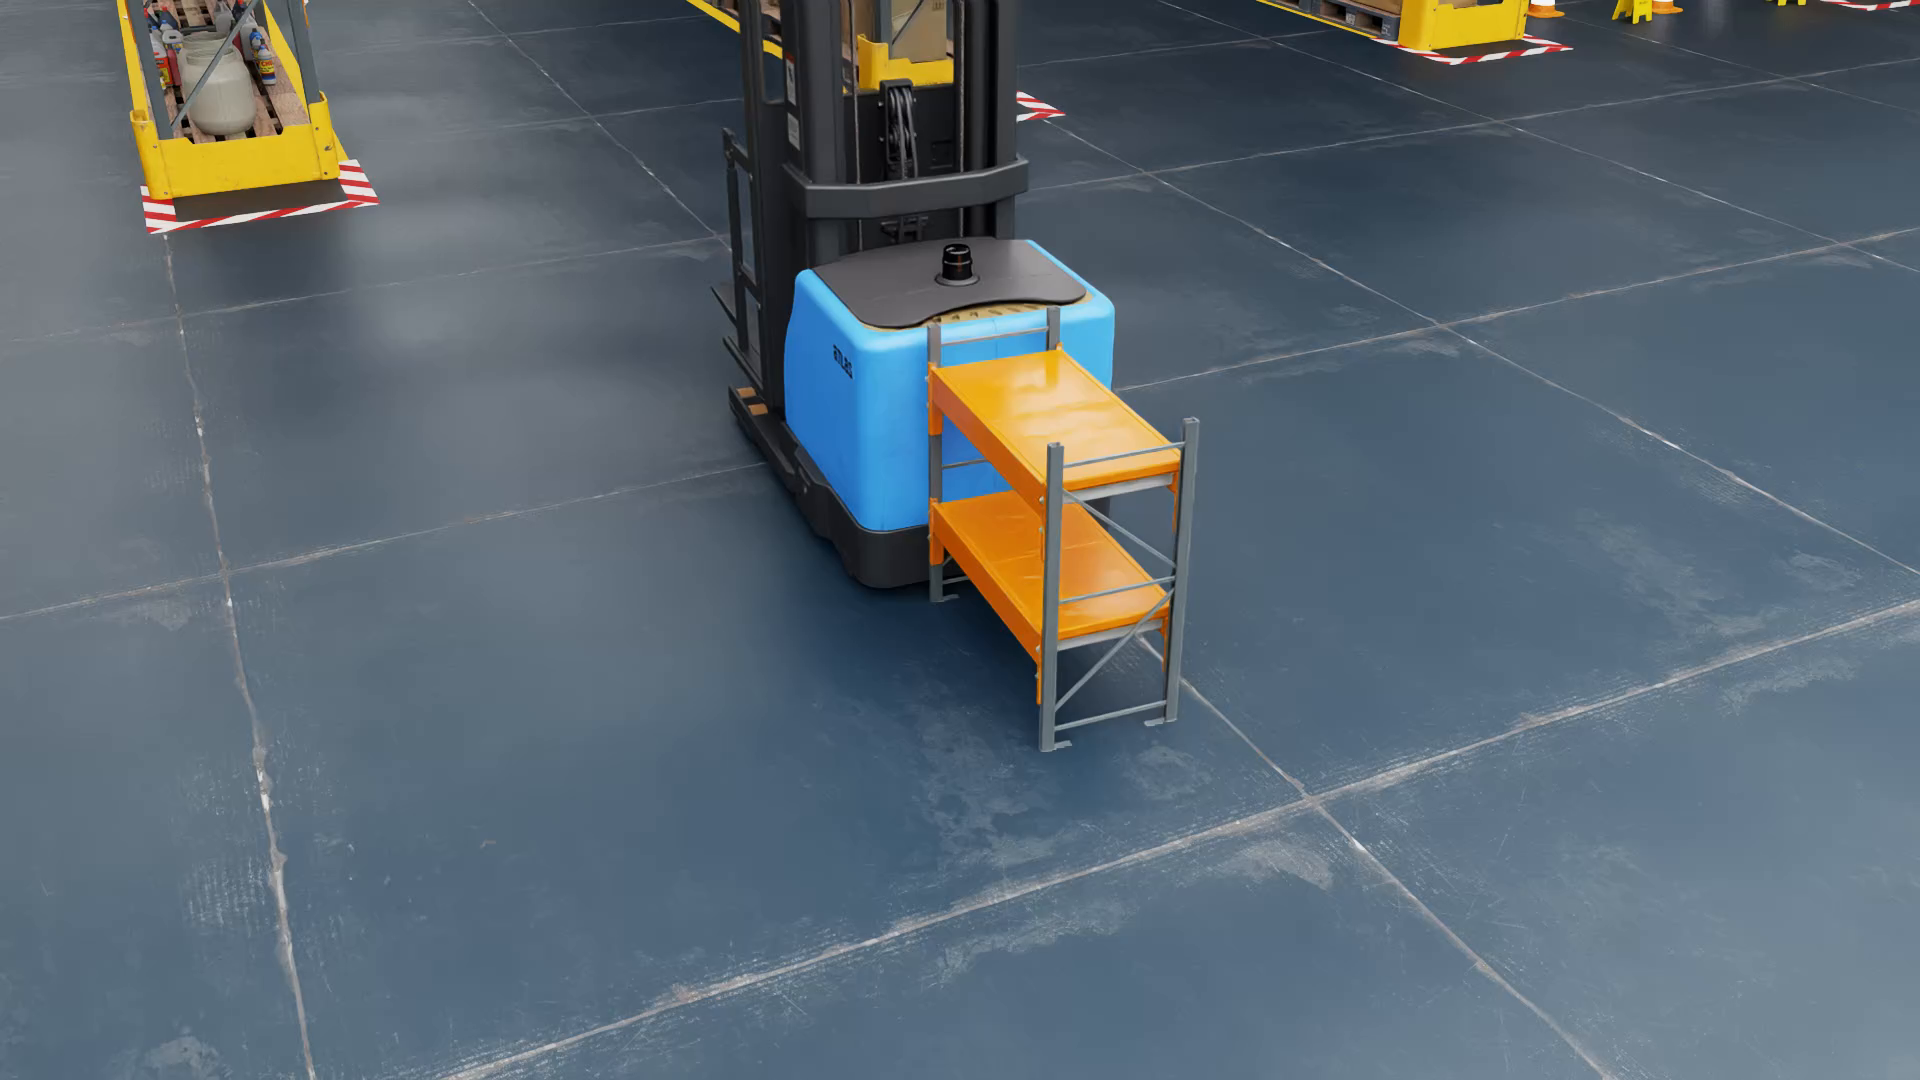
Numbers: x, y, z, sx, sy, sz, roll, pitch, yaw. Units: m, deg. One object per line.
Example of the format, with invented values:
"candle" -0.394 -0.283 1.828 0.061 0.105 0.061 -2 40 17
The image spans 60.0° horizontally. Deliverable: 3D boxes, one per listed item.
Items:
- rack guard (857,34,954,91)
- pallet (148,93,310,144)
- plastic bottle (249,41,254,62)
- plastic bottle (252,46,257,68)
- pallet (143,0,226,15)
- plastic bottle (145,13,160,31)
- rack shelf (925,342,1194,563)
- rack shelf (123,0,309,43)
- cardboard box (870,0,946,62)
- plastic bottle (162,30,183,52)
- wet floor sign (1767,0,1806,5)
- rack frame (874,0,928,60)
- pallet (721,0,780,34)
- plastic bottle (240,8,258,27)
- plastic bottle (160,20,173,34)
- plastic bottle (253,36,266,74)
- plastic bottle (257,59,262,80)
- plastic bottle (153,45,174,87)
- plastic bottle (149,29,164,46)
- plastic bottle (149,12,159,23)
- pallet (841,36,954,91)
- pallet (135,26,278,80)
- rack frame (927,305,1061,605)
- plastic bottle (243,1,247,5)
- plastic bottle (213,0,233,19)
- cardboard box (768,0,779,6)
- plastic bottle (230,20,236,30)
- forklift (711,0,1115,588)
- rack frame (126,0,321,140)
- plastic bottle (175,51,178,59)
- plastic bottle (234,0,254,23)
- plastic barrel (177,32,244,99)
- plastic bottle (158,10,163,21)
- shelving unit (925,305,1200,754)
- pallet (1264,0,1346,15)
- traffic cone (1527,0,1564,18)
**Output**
"rack guard" -0.190 -3.628 12.710 1.175 0.500 0.348 -13 32 -22
"pallet" -5.050 -2.813 11.550 1.003 0.211 1.213 -13 32 -22
"plastic bottle" -5.449 -3.813 12.894 0.097 0.201 0.097 0 29 0
"plastic bottle" -5.360 -3.722 12.732 0.097 0.201 0.097 0 29 0
"pallet" -7.248 -5.074 15.583 1.003 0.211 1.213 -13 32 -22
"plastic bottle" -6.295 -3.922 12.935 0.144 0.351 0.185 -15 32 -24
"rack shelf" 0.310 -0.322 5.576 0.538 0.278 1.000 -11 31 -19
"rack shelf" -5.489 -4.215 11.935 1.077 0.370 4.000 -13 32 -22
"cardboard box" -0.410 -4.057 13.045 0.500 0.500 0.500 -7 30 -13
"plastic bottle" -5.990 -3.743 12.694 0.152 0.276 0.135 -13 32 -22
"wet floor sign" 7.908 -5.430 15.775 0.267 0.644 0.232 -3 29 -5
"rack frame" -0.157 -4.685 12.038 1.000 3.000 0.127 -13 32 -22
"pallet" -1.554 -4.947 15.356 1.003 0.211 1.213 -13 32 -22
"plastic bottle" -5.590 -3.997 13.070 0.144 0.351 0.185 -13 32 -22
"plastic bottle" -6.205 -3.932 13.034 0.097 0.271 0.097 0 29 0
"plastic bottle" -5.275 -3.665 12.558 0.097 0.271 0.097 0 29 0
"plastic bottle" -5.172 -3.529 12.387 0.097 0.201 0.097 0 29 0
"plastic bottle" -5.899 -3.485 12.234 0.152 0.276 0.135 -13 32 -22
"plastic bottle" -6.033 -3.652 12.454 0.144 0.351 0.185 -12 31 -20
"plastic bottle" -6.444 -4.046 13.234 0.152 0.276 0.135 -12 31 -20
"pallet" -0.507 -3.869 13.433 1.003 0.211 1.213 -13 32 -22
"pallet" -6.097 -3.890 13.472 1.003 0.211 1.213 -13 32 -22
"rack frame" 0.122 -0.298 6.132 0.500 1.125 0.032 -11 31 -19
"plastic bottle" -5.844 -4.276 13.636 0.061 0.283 0.133 -11 31 -20
"plastic bottle" -5.941 -4.194 13.422 0.144 0.351 0.185 -13 32 -22
"cardboard box" -1.486 -5.108 14.920 0.500 0.500 0.500 -3 29 -6
"plastic bottle" -5.672 -3.935 13.028 0.061 0.283 0.133 -13 32 -22
"forklift" -0.424 -1.800 6.963 1.130 2.935 3.031 -11 31 -19
"rack frame" -4.631 -3.645 10.184 1.000 3.000 0.127 -13 32 -22
"plastic bottle" -5.854 -3.549 12.423 0.097 0.201 0.097 0 29 0
"plastic bottle" -5.729 -4.140 13.324 0.144 0.351 0.185 -15 32 -24
"plastic barrel" -5.198 -3.239 11.574 0.421 0.512 0.421 0 29 0
"plastic bottle" -6.348 -4.072 13.272 0.061 0.283 0.133 -13 32 -22
"shelving unit" 0.310 -0.067 5.720 0.538 1.125 1.048 -11 31 -19
"pallet" 3.432 -5.341 16.058 1.003 0.211 1.213 -13 32 -22
"traffic cone" 5.420 -5.108 15.386 0.336 0.463 0.334 -13 32 -22
